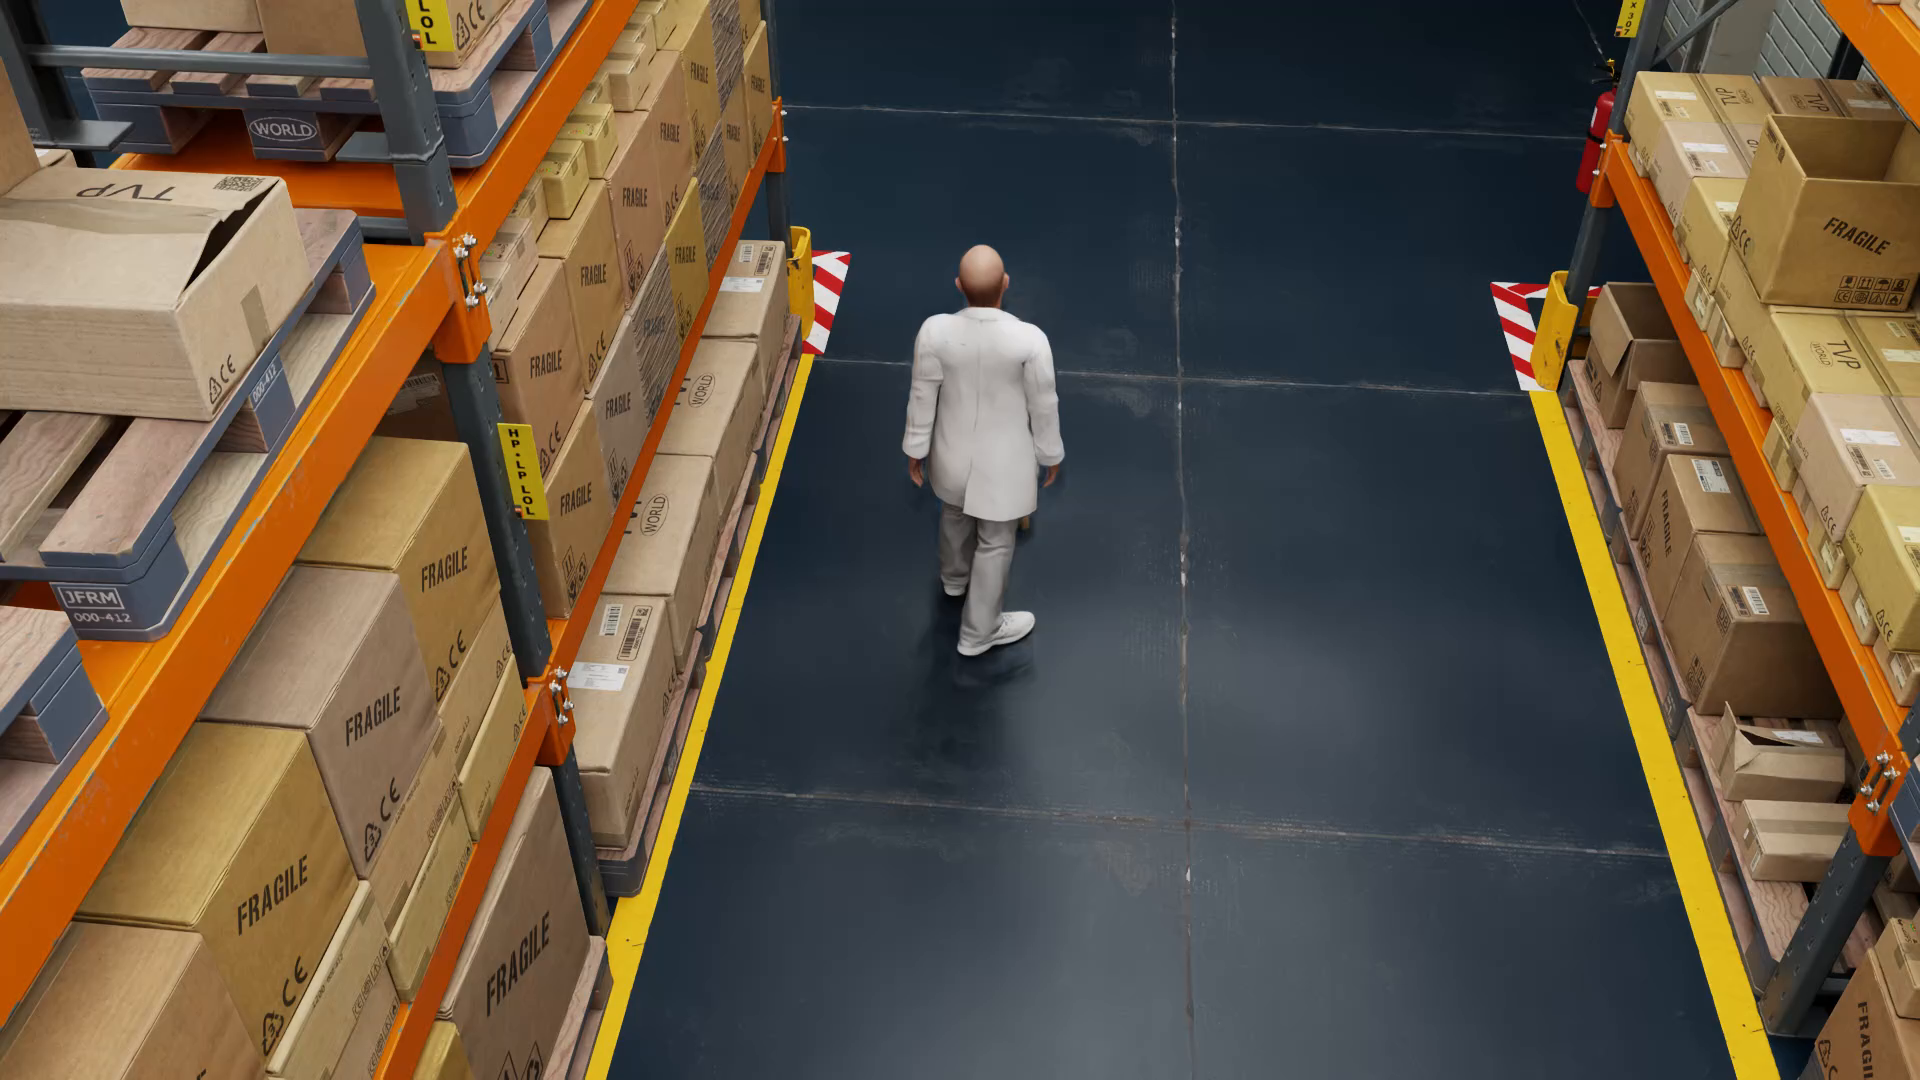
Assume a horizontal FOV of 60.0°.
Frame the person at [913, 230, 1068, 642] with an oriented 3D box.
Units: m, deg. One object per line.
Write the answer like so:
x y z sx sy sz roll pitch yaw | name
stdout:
0.133 -0.448 6.694 0.617 1.778 0.745 9 40 10 | person
